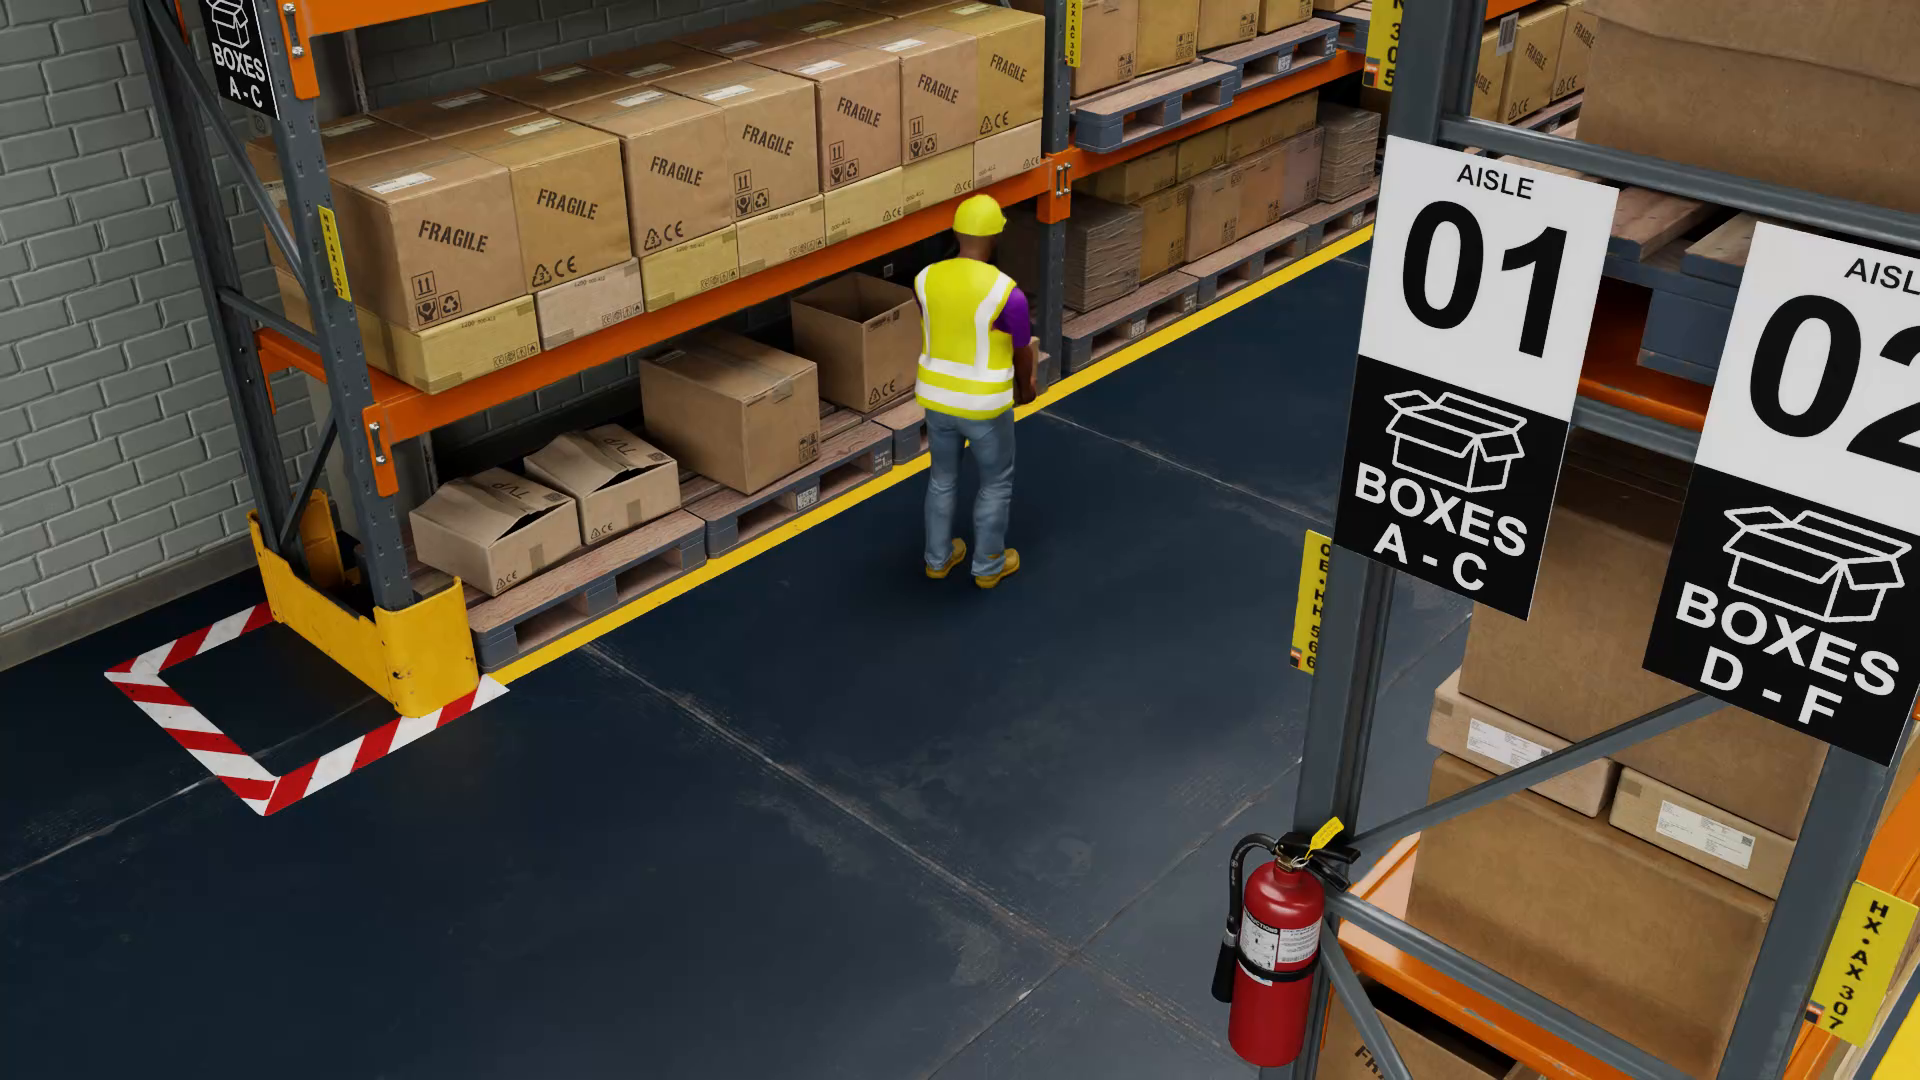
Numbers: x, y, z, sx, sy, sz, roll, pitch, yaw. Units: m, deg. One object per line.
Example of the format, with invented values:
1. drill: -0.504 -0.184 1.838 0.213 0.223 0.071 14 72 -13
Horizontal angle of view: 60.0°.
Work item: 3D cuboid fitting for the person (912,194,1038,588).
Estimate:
1. person: 0.069 -0.642 7.190 0.501 1.746 0.597 16 34 24
